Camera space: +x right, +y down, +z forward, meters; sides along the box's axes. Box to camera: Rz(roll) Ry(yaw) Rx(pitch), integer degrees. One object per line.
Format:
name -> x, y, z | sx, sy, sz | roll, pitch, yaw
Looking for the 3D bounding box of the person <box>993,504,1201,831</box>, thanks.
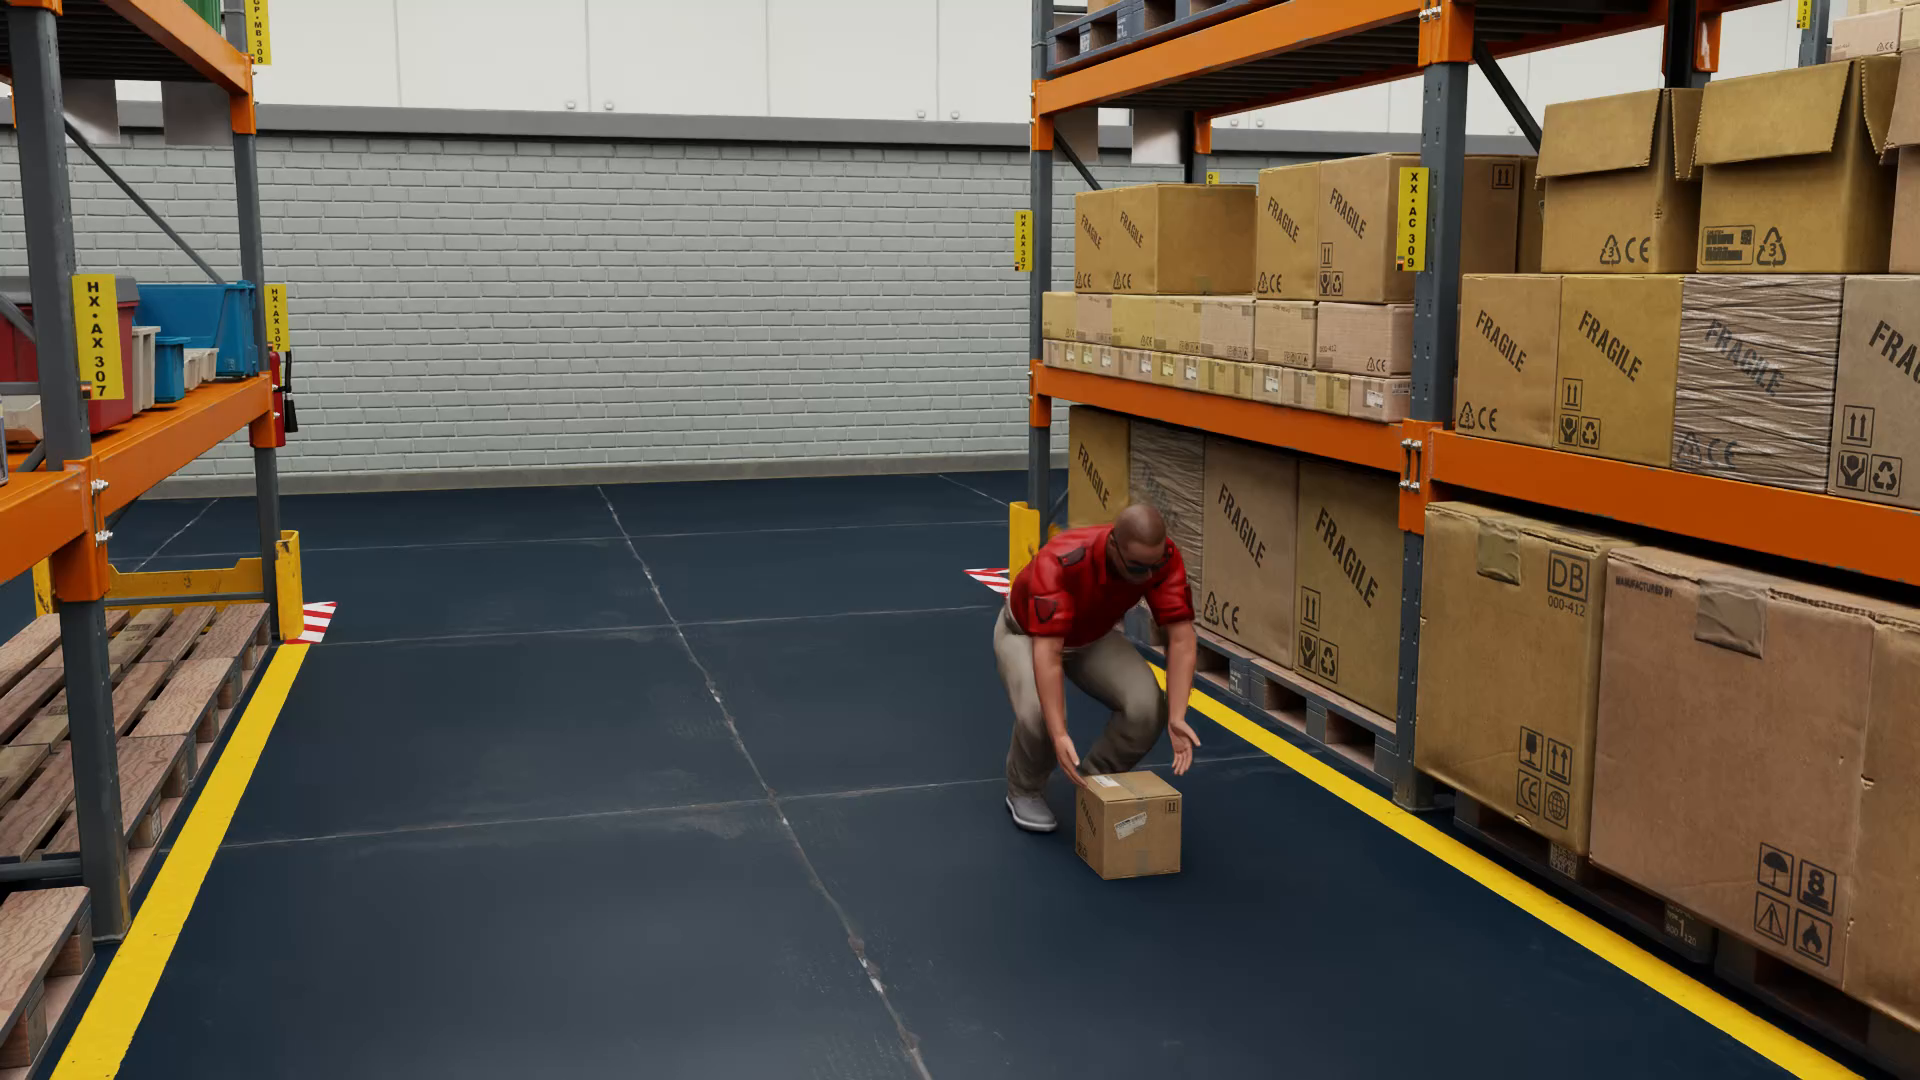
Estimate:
person -> 0.434, 0.393, 5.436 | 0.576, 1.114, 0.830 | -3, 10, -16
